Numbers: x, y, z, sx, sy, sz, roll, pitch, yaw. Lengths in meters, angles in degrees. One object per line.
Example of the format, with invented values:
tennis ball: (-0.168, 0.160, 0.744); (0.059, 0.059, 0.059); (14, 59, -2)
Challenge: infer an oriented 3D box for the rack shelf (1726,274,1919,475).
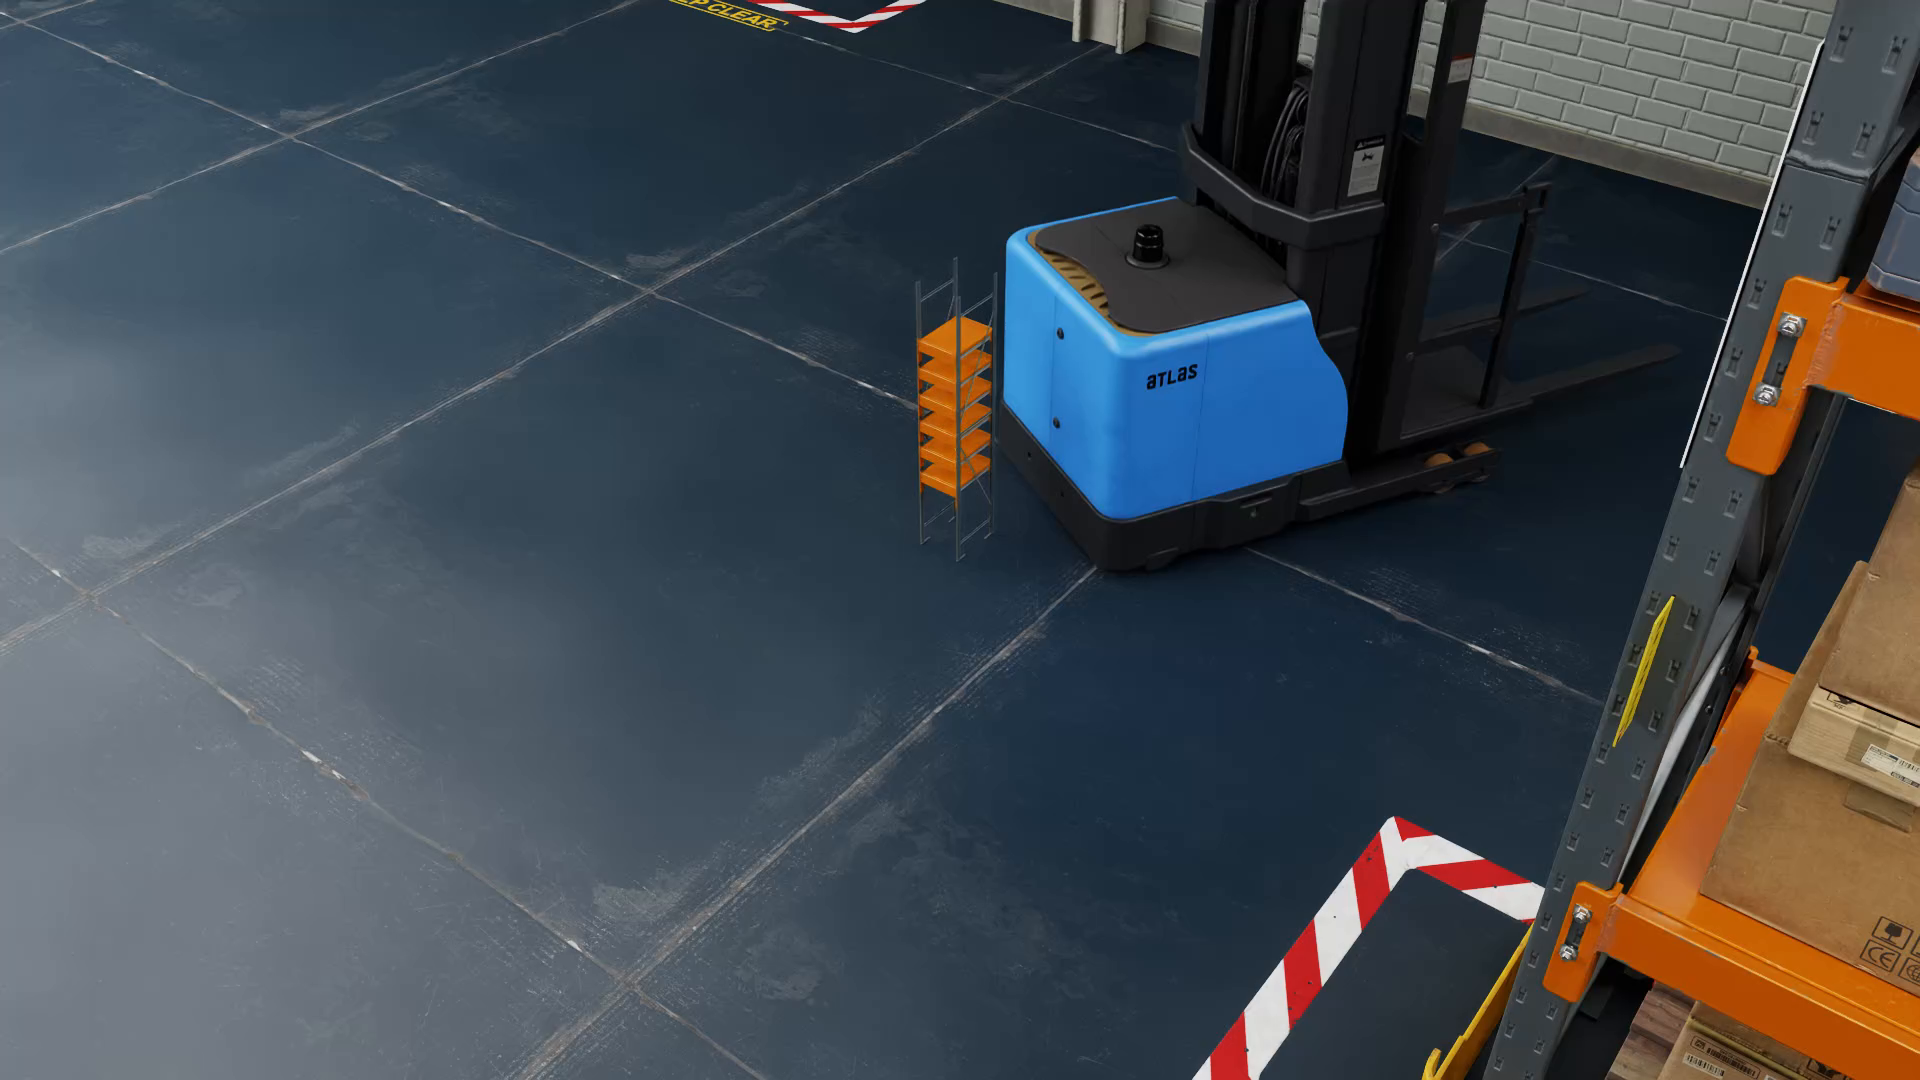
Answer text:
rack shelf: (3.253, 0.212, 2.197); (4.000, 0.370, 1.077); (25, 45, 29)

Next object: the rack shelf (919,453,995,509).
rack shelf: (-0.011, -0.254, 6.562); (0.180, 0.103, 0.258); (25, 45, 29)

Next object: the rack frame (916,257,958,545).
rack frame: (-0.084, -0.512, 6.431); (0.006, 1.200, 0.240); (25, 45, 29)

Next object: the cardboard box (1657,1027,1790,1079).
cardboard box: (1.955, 1.588, 4.179); (0.500, 0.250, 0.500); (25, 45, 29)

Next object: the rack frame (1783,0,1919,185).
rack frame: (1.665, -2.002, 2.007); (0.127, 3.000, 1.000); (25, 45, 29)

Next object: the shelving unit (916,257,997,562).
shelving unit: (-0.011, -0.478, 6.387); (0.189, 1.200, 0.258); (25, 45, 29)

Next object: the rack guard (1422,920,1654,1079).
rack guard: (1.645, 1.336, 4.638); (0.348, 0.500, 1.175); (25, 45, 29)

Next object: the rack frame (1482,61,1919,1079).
rack frame: (1.665, 0.361, 3.856); (0.127, 3.000, 1.000); (25, 45, 29)

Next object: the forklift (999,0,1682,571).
forklift: (1.731, -1.633, 6.458); (3.031, 2.935, 1.130); (-15, 41, -19)

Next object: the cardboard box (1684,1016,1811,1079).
cardboard box: (2.270, 1.334, 4.503); (0.500, 0.250, 0.500); (25, 45, 29)

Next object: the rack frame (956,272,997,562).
rack frame: (0.061, -0.444, 6.343); (0.006, 1.200, 0.240); (25, 45, 29)

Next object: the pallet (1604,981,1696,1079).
pallet: (2.297, 1.724, 4.376); (1.213, 0.211, 1.003); (25, 45, 29)

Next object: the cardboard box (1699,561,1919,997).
cardboard box: (2.028, 0.502, 3.594); (0.500, 0.500, 0.700); (25, 45, 29)

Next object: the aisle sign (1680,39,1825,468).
aisle sign: (1.426, -0.538, 2.895); (0.004, 0.787, 0.394); (25, 45, 29)

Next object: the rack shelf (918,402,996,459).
rack shelf: (-0.011, -0.443, 6.414); (0.180, 0.103, 0.258); (25, 45, 29)

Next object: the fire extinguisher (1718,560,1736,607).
fire extinguisher: (1.853, 0.119, 4.227); (0.183, 0.674, 0.296); (25, 45, 29)

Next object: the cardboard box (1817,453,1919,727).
cardboard box: (2.070, 0.011, 3.169); (0.500, 0.500, 0.700); (25, 45, 29)

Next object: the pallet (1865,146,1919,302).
pallet: (2.210, -0.508, 2.604); (1.213, 0.211, 1.003); (25, 45, 29)

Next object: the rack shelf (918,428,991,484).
rack shelf: (-0.011, -0.348, 6.488); (0.180, 0.103, 0.258); (25, 45, 29)

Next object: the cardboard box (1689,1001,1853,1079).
cardboard box: (2.271, 1.038, 4.273); (0.500, 0.500, 0.500); (25, 45, 29)

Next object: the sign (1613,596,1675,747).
sign: (1.323, 0.258, 3.221); (0.005, 0.325, 0.100); (25, 45, 29)

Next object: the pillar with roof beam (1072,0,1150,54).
pillar with roof beam: (-1.629, -4.729, 5.491); (0.400, 9.000, 9.100); (25, 45, 29)

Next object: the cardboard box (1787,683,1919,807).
cardboard box: (1.845, 0.318, 3.303); (0.250, 0.149, 0.380); (25, 44, 28)

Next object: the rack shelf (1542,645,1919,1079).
rack shelf: (3.253, 1.393, 3.121); (4.000, 0.370, 1.077); (25, 45, 29)

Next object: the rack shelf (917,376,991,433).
rack shelf: (-0.011, -0.537, 6.340); (0.180, 0.103, 0.258); (25, 45, 29)

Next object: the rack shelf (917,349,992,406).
rack shelf: (-0.011, -0.632, 6.266); (0.180, 0.103, 0.258); (25, 45, 29)

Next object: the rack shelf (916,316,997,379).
rack shelf: (-0.012, -0.726, 6.192); (0.180, 0.103, 0.258); (25, 45, 29)
